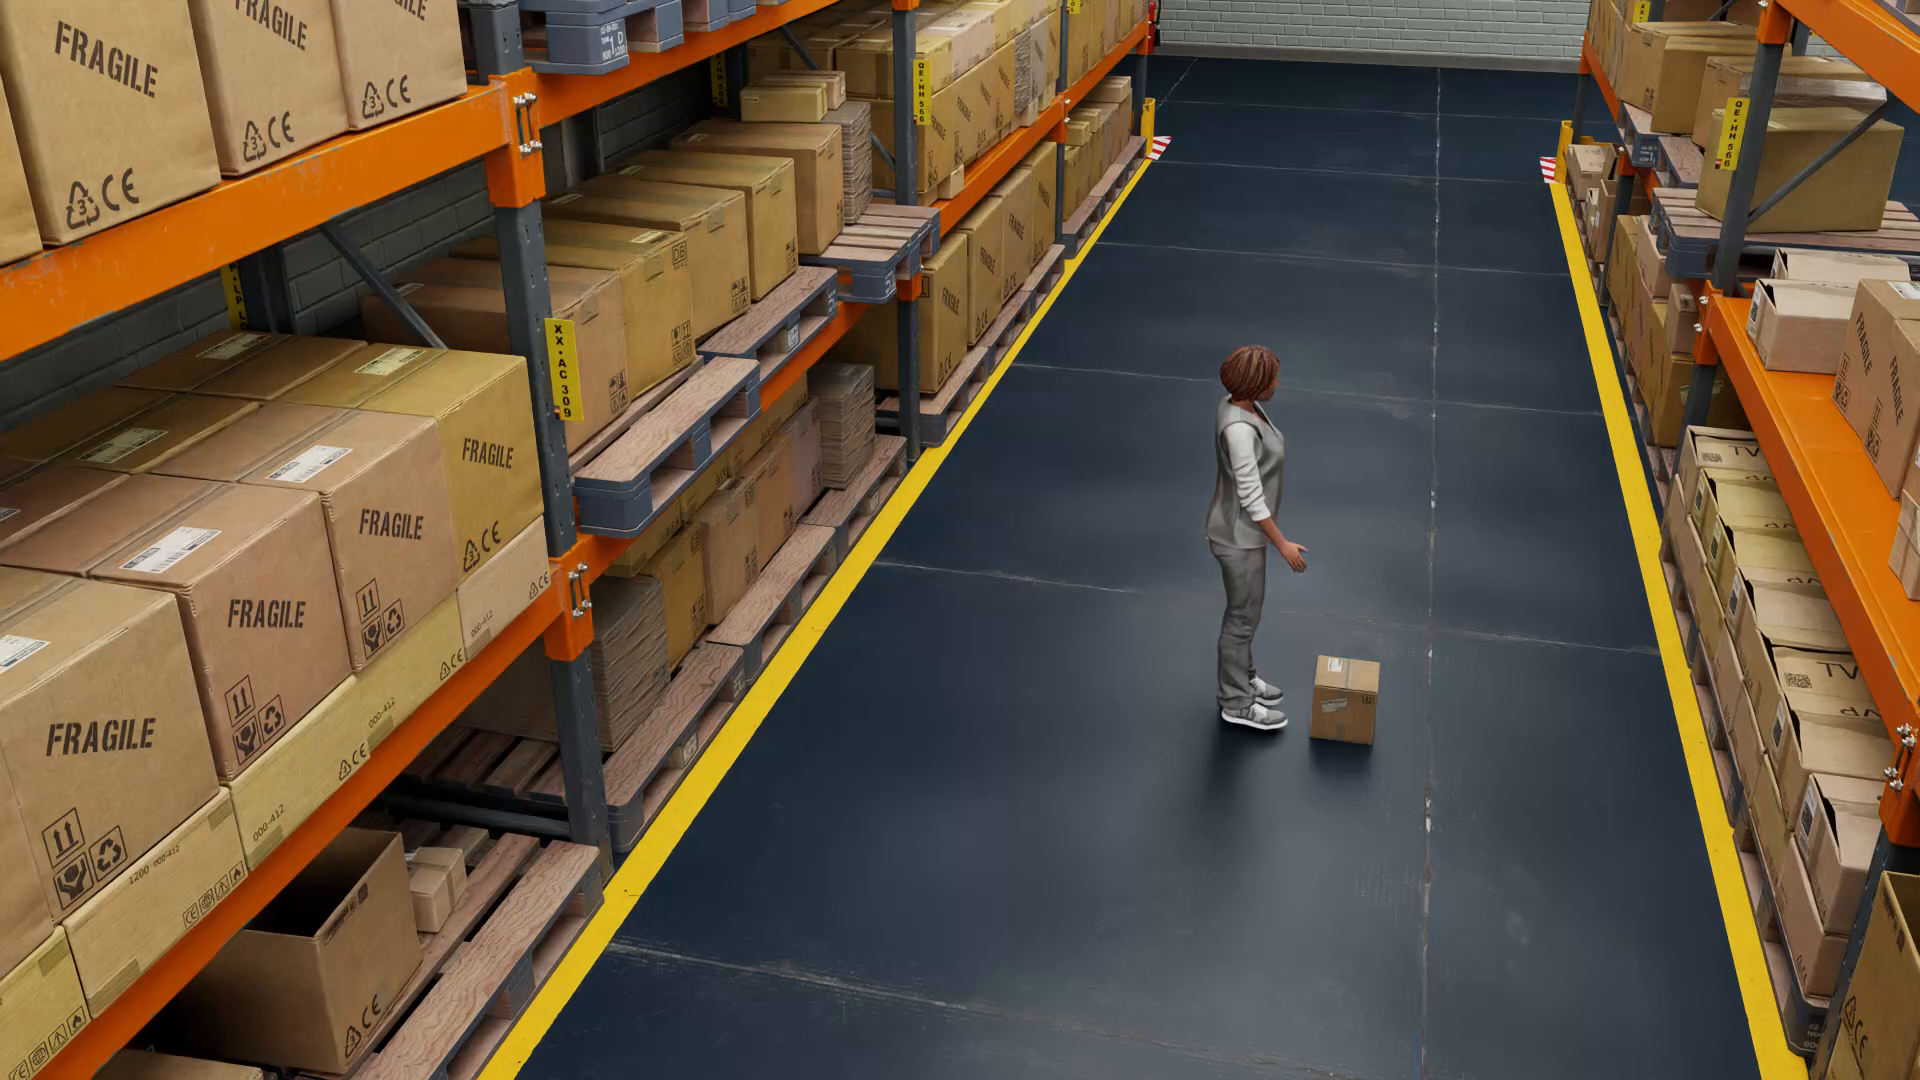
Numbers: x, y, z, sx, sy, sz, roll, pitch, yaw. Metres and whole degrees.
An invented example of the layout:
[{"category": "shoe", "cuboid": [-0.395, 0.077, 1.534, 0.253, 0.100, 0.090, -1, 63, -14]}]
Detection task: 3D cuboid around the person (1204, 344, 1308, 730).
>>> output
[{"category": "person", "cuboid": [1.172, -0.001, 6.602, 0.413, 1.622, 0.431, 5, 26, 10]}]
